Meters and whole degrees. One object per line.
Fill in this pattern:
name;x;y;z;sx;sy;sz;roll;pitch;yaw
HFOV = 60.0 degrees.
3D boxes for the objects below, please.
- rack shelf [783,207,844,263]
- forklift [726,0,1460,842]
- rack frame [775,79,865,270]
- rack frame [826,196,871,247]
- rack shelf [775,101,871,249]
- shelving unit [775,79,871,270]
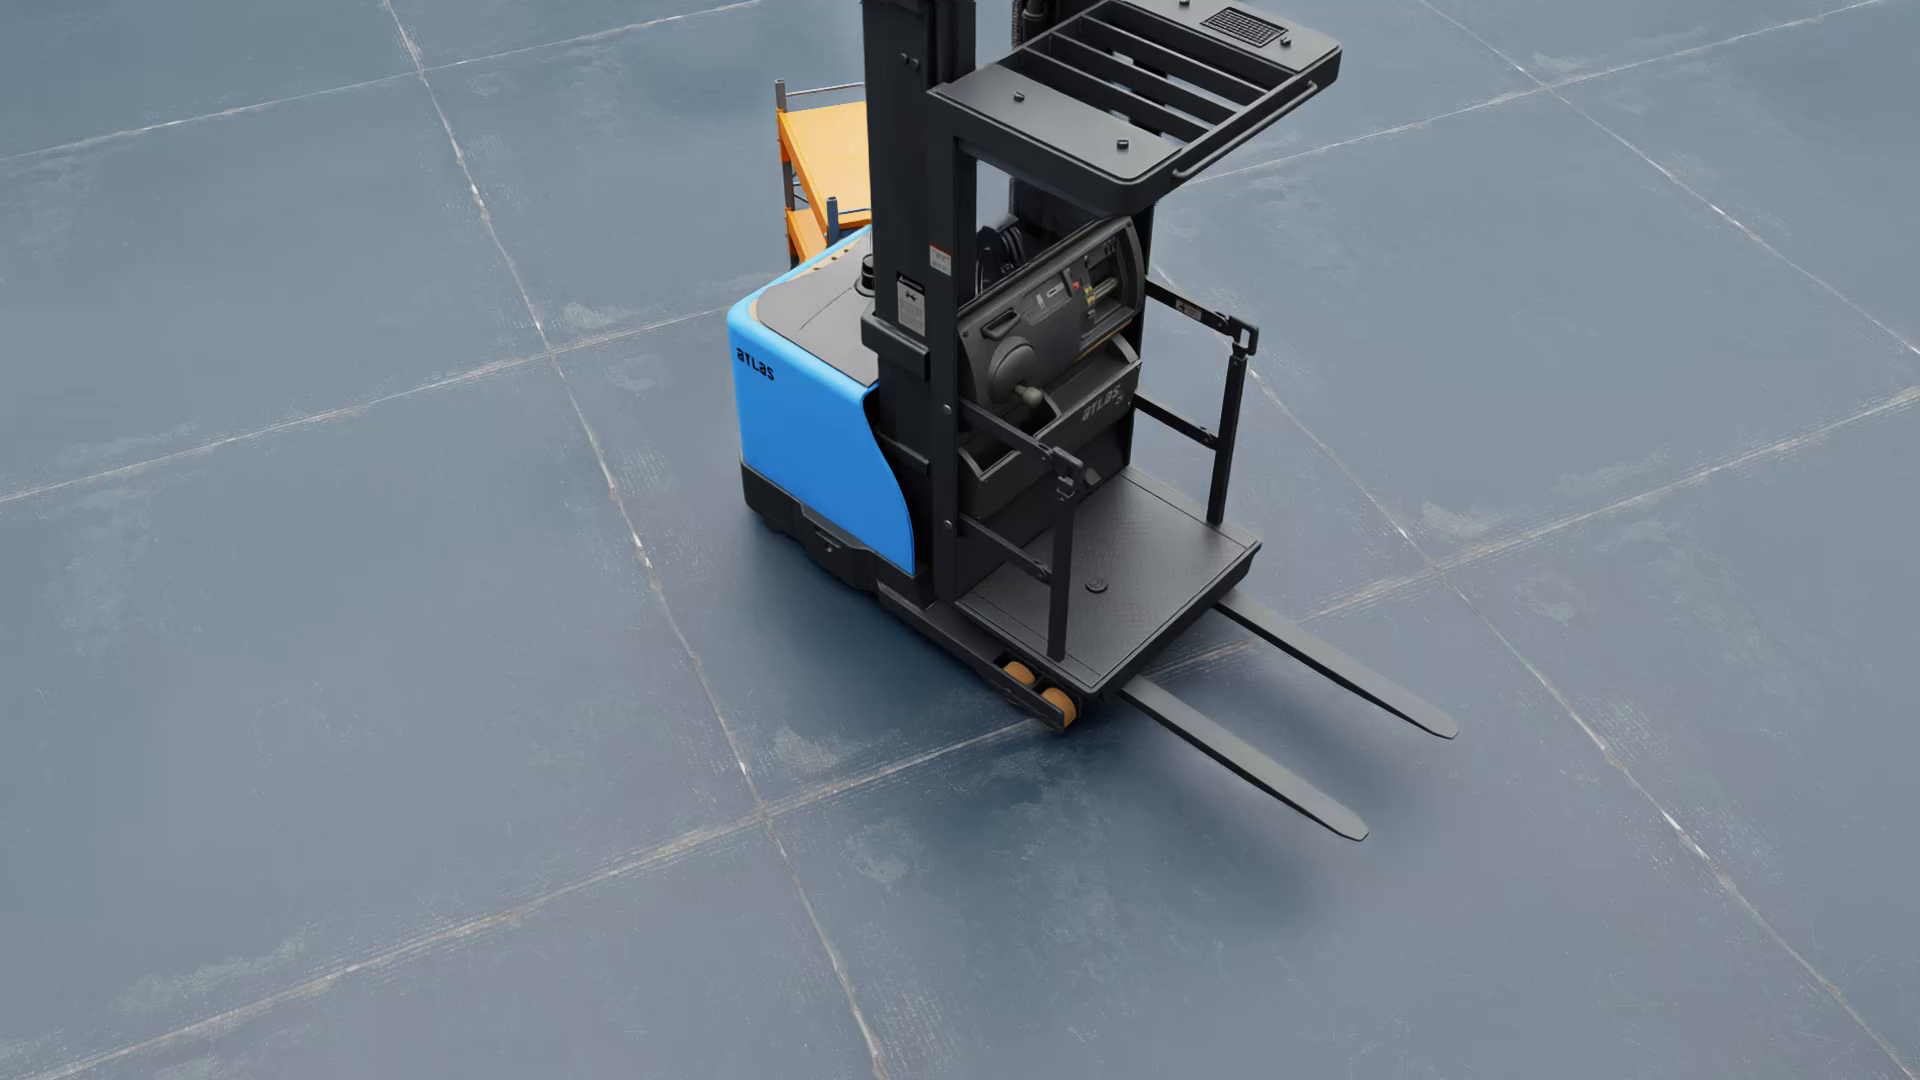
rack shelf;-0.466;-1.245;7.928;0.538;0.278;1.000;-12;46;-12
forklift;0.492;-0.733;5.775;3.031;2.935;1.130;33;53;29
rack frame;-0.612;-1.761;8.103;0.500;1.125;0.032;-12;46;-12
rack frame;-0.319;-1.077;7.410;0.500;1.125;0.032;-12;46;-12
rack shelf;-0.466;-1.628;7.551;0.538;0.278;1.000;-12;46;-12
shelving unit;-0.466;-1.419;7.756;0.538;1.125;1.048;-12;46;-12
